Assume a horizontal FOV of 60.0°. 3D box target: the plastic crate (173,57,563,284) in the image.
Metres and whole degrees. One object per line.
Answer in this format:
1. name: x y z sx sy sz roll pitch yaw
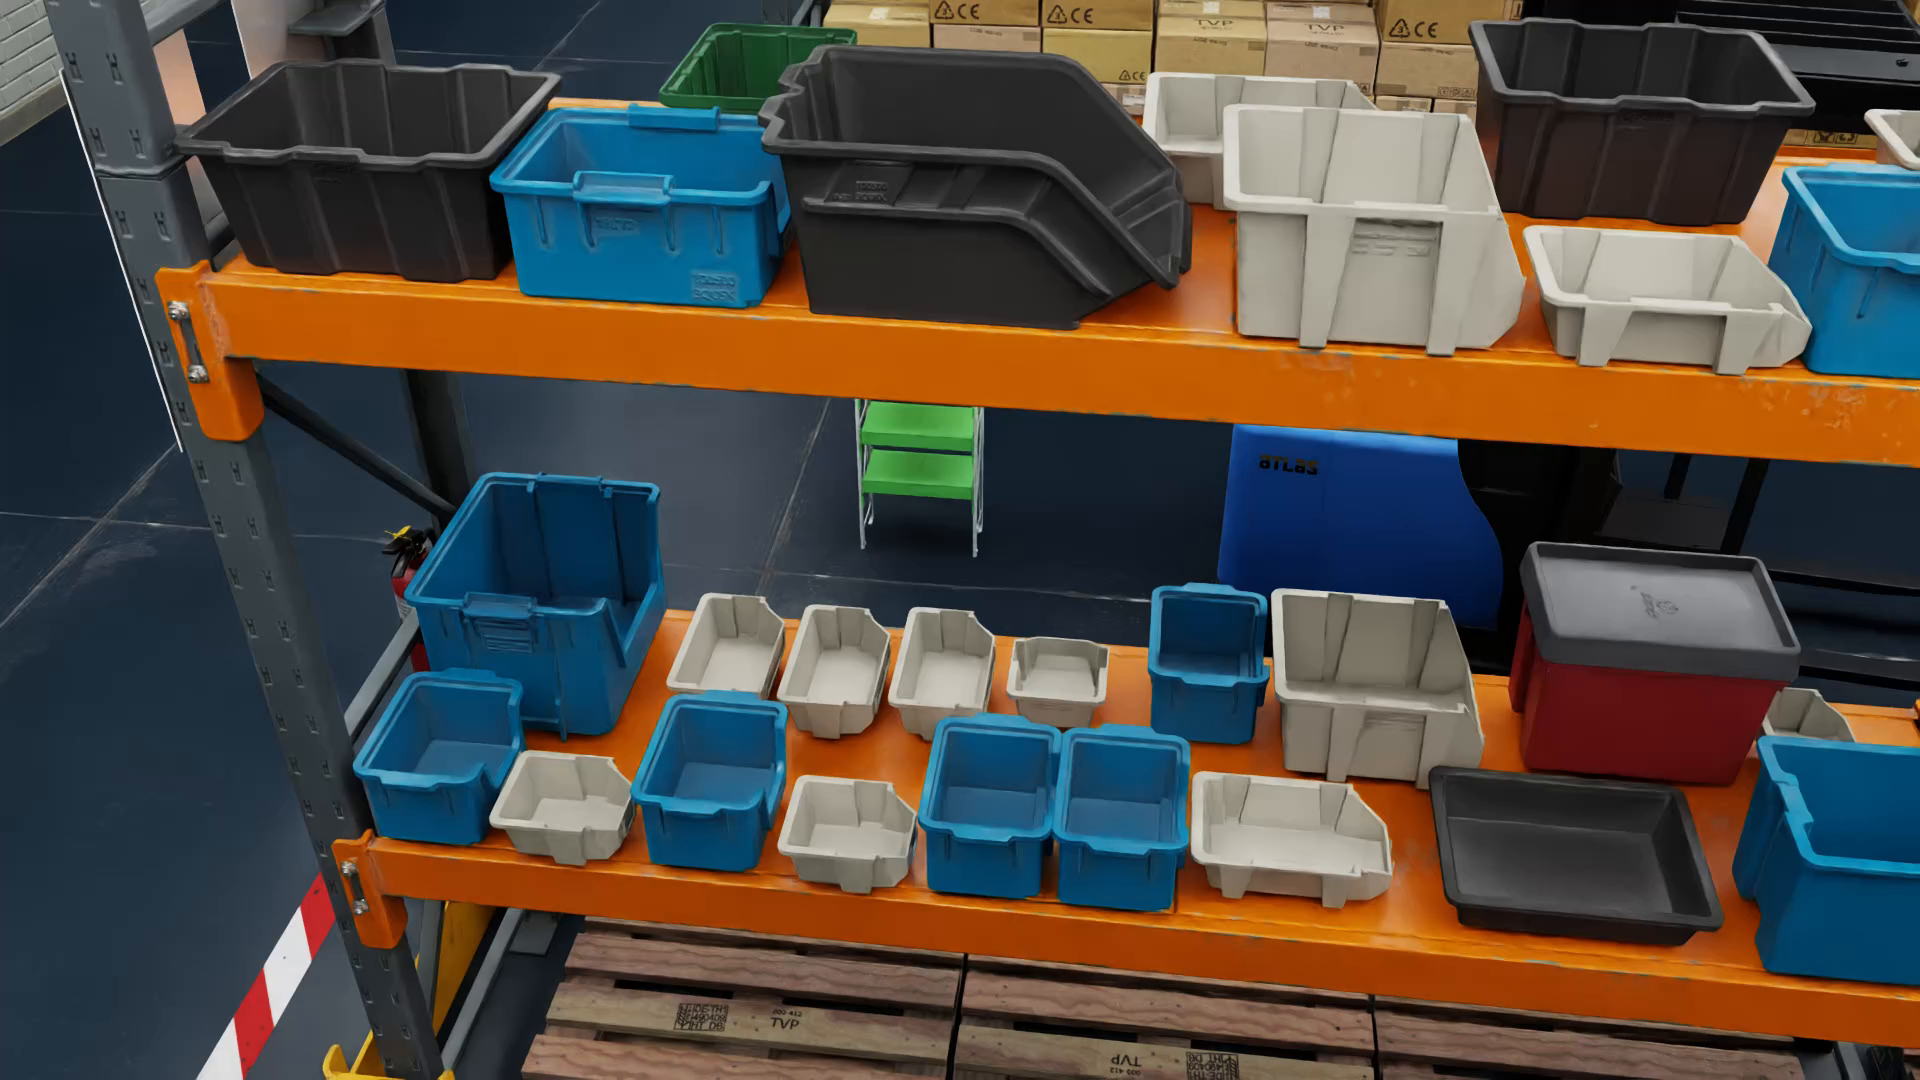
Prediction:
1. plastic crate: -1.089 -0.697 3.175 0.590 0.269 0.497 4 36 6

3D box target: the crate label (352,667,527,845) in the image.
1. crate label: -1.233 0.533 4.013 0.303 0.233 0.416 4 36 6

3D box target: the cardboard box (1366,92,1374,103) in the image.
1. cardboard box: 1.798 -2.084 7.804 0.250 0.149 0.380 5 36 7

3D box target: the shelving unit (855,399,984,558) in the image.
1. shelving unit: -0.164 -0.501 6.919 0.503 1.200 0.258 4 36 6

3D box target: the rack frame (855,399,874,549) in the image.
1. rack frame: -0.406 -0.519 6.944 0.015 1.200 0.240 4 36 6

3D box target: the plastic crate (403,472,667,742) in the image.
1. plastic crate: -1.080 0.160 4.362 0.499 0.435 0.616 4 36 6

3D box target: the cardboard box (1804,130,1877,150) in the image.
1. cardboard box: 4.086 -2.102 7.527 0.500 0.500 0.500 4 36 6

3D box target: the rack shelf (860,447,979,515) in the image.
1. rack shelf: -0.164 -0.253 7.095 0.480 0.148 0.258 4 36 6

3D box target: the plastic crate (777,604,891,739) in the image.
1. plastic crate: -0.318 0.350 4.352 0.243 0.136 0.396 4 36 6

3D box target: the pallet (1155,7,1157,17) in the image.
1. pallet: 2.010 -4.110 12.827 1.213 0.211 1.003 4 36 6

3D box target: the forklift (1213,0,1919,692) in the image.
1. forklift: 2.566 -0.832 5.893 3.031 2.935 1.130 8 36 11

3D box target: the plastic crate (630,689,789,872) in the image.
1. plastic crate: -0.580 0.582 3.945 0.300 0.233 0.416 4 36 6

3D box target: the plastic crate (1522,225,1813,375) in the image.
1. plastic crate: 1.222 -0.411 2.889 0.466 0.136 0.293 4 36 6

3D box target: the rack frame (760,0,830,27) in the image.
1. rack frame: -0.805 -2.572 8.272 0.127 3.000 1.000 4 36 6

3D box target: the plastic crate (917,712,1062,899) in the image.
1. plastic crate: 0.073 0.631 3.877 0.300 0.233 0.416 4 36 6

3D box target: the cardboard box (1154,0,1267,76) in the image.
1. cardboard box: 1.169 -2.332 7.808 0.500 0.250 0.500 4 36 5

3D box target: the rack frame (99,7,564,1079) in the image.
1. rack frame: -1.436 0.282 4.273 0.127 3.000 1.000 4 36 6

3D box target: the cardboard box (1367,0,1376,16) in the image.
1. cardboard box: 2.237 -2.562 8.130 0.500 0.250 0.500 4 36 6

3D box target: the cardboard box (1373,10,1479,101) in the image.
1. cardboard box: 2.178 -2.255 7.700 0.500 0.250 0.500 5 36 7

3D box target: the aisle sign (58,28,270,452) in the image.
1. aisle sign: -1.545 -0.611 3.286 0.004 0.787 0.394 4 36 6

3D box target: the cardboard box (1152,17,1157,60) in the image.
1. cardboard box: 1.107 -2.520 8.415 0.250 0.149 0.380 5 36 7

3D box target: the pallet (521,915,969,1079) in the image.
1. pallet: -0.623 1.500 4.967 1.213 0.211 1.003 4 36 6

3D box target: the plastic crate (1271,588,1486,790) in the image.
1. plastic crate: 1.041 0.382 4.183 0.530 0.282 0.437 4 36 6

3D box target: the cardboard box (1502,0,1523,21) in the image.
1. cardboard box: 2.673 -2.522 7.428 0.500 0.500 0.500 5 36 7

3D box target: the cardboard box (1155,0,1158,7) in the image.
1. cardboard box: 1.428 -4.177 12.614 0.250 0.149 0.380 4 36 6

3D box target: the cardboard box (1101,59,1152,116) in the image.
1. cardboard box: 0.781 -2.160 7.910 0.250 0.149 0.380 4 36 5

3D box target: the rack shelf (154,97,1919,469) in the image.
1. rack shelf: 0.548 -0.499 3.404 4.000 0.370 1.077 4 36 6

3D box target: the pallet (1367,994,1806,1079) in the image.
1. pallet: 1.798 1.680 4.714 1.213 0.211 1.003 4 36 6

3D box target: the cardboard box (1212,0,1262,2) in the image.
1. cardboard box: 1.235 -2.638 8.237 0.500 0.250 0.500 4 36 6

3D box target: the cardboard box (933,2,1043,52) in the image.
1. cardboard box: 0.153 -2.407 7.913 0.500 0.250 0.500 4 36 5

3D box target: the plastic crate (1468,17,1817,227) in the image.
1. plastic crate: 1.335 -0.840 3.375 0.590 0.269 0.497 4 36 6

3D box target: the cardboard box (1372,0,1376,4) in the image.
1. cardboard box: 2.233 -2.865 7.910 0.500 0.500 0.500 4 36 6

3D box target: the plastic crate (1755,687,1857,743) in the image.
1. plastic crate: 2.088 0.544 4.081 0.243 0.136 0.396 4 36 6

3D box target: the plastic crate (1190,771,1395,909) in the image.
1. plastic crate: 0.766 0.705 3.856 0.466 0.136 0.293 4 36 6

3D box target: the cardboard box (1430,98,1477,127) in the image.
1. cardboard box: 2.309 -2.046 7.751 0.250 0.149 0.380 4 36 5

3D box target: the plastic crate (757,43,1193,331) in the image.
1. plastic crate: 0.045 -0.643 3.040 0.767 0.338 0.504 4 36 6

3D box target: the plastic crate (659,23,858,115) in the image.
1. plastic crate: -0.421 -0.945 3.592 0.336 0.188 0.450 4 36 6

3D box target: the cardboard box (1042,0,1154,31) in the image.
1. cardboard box: 0.647 -2.675 7.643 0.500 0.500 0.500 3 36 5

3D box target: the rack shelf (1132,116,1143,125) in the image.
1. rack shelf: 1.179 -2.131 8.274 4.000 0.370 1.077 4 36 6

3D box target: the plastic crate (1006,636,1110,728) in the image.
1. plastic crate: 0.257 0.368 4.328 0.250 0.136 0.298 4 36 6

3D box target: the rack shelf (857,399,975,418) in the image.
1. rack shelf: -0.164 -0.644 6.816 0.480 0.148 0.258 4 36 6
